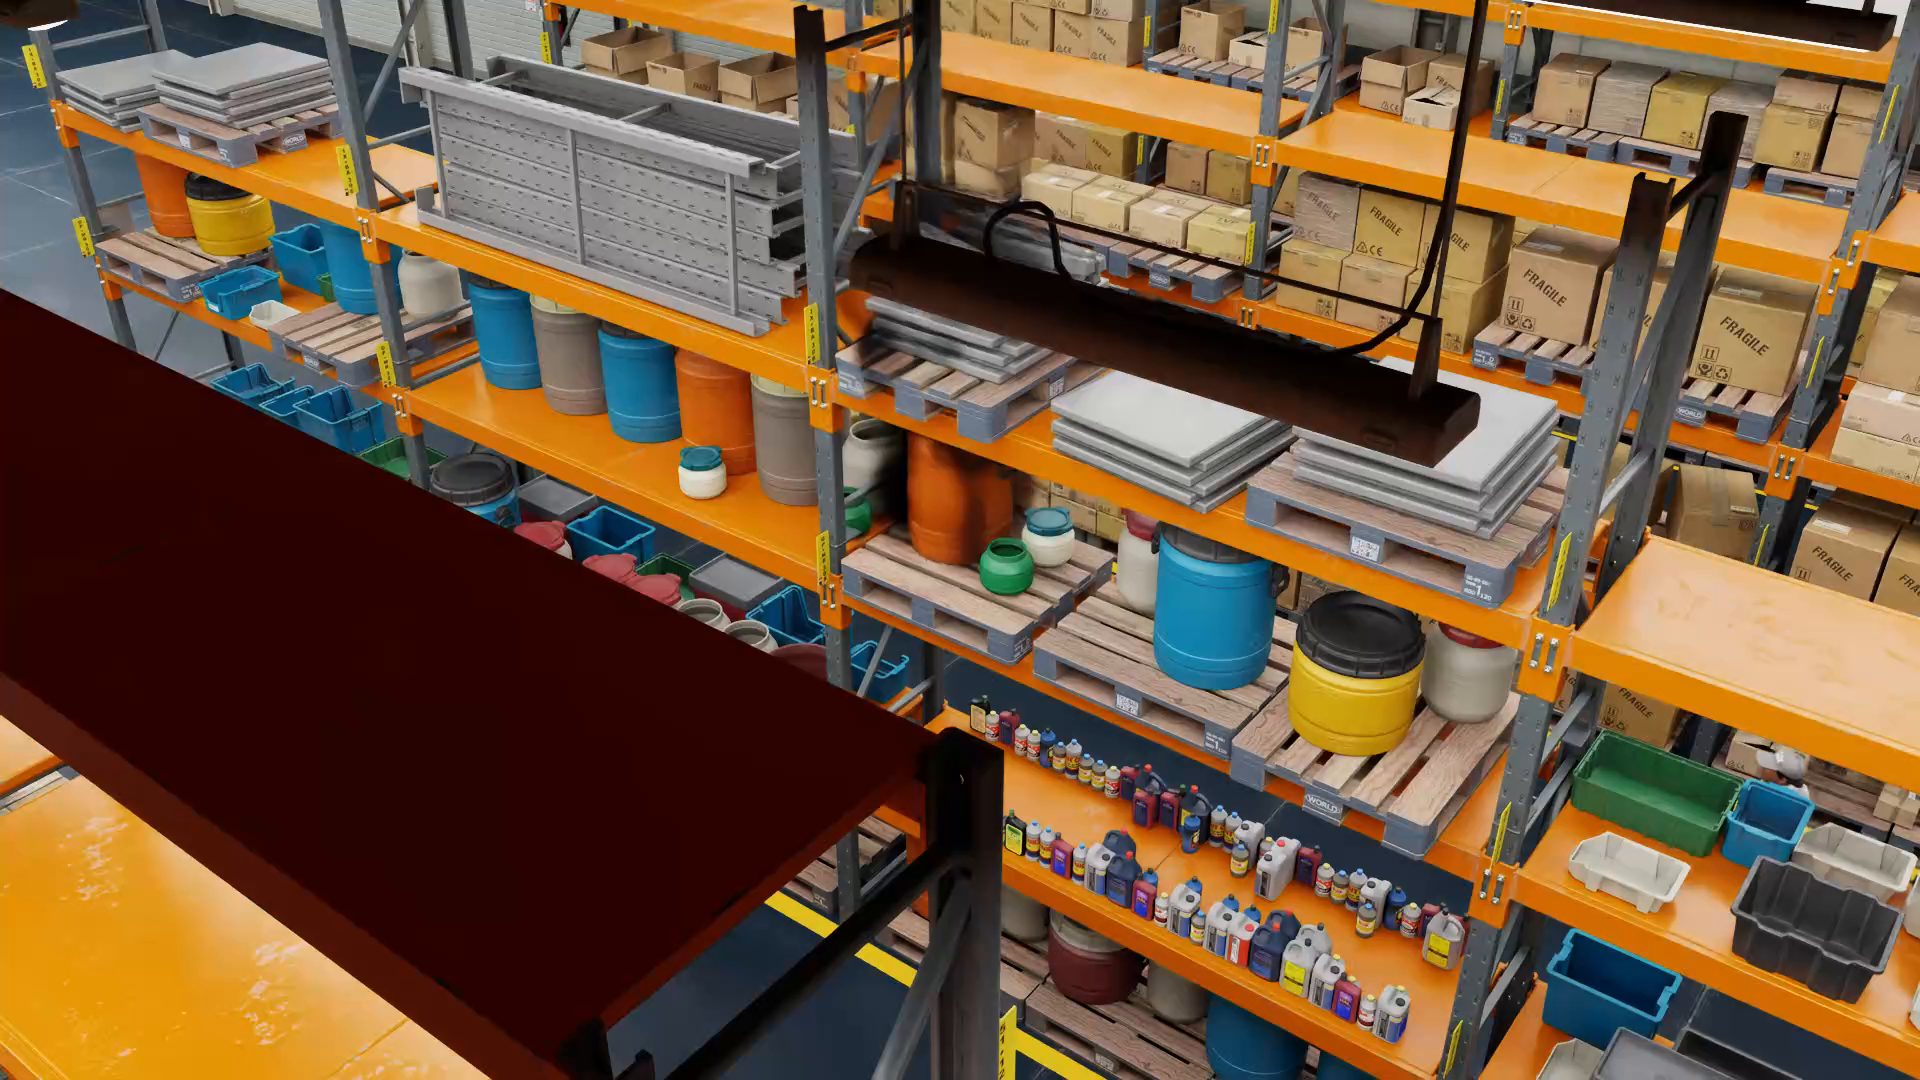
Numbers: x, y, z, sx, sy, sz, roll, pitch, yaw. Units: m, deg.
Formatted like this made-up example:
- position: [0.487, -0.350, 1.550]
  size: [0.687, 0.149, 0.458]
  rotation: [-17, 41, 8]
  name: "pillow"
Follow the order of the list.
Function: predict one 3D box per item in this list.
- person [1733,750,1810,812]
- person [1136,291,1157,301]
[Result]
- position: [4.970, 1.956, 10.499]
  size: [0.598, 1.627, 0.592]
  rotation: [13, 34, 21]
  name: "person"
- position: [1.792, -1.740, 16.433]
  size: [0.970, 1.707, 0.656]
  rotation: [20, 36, 29]
  name: "person"
